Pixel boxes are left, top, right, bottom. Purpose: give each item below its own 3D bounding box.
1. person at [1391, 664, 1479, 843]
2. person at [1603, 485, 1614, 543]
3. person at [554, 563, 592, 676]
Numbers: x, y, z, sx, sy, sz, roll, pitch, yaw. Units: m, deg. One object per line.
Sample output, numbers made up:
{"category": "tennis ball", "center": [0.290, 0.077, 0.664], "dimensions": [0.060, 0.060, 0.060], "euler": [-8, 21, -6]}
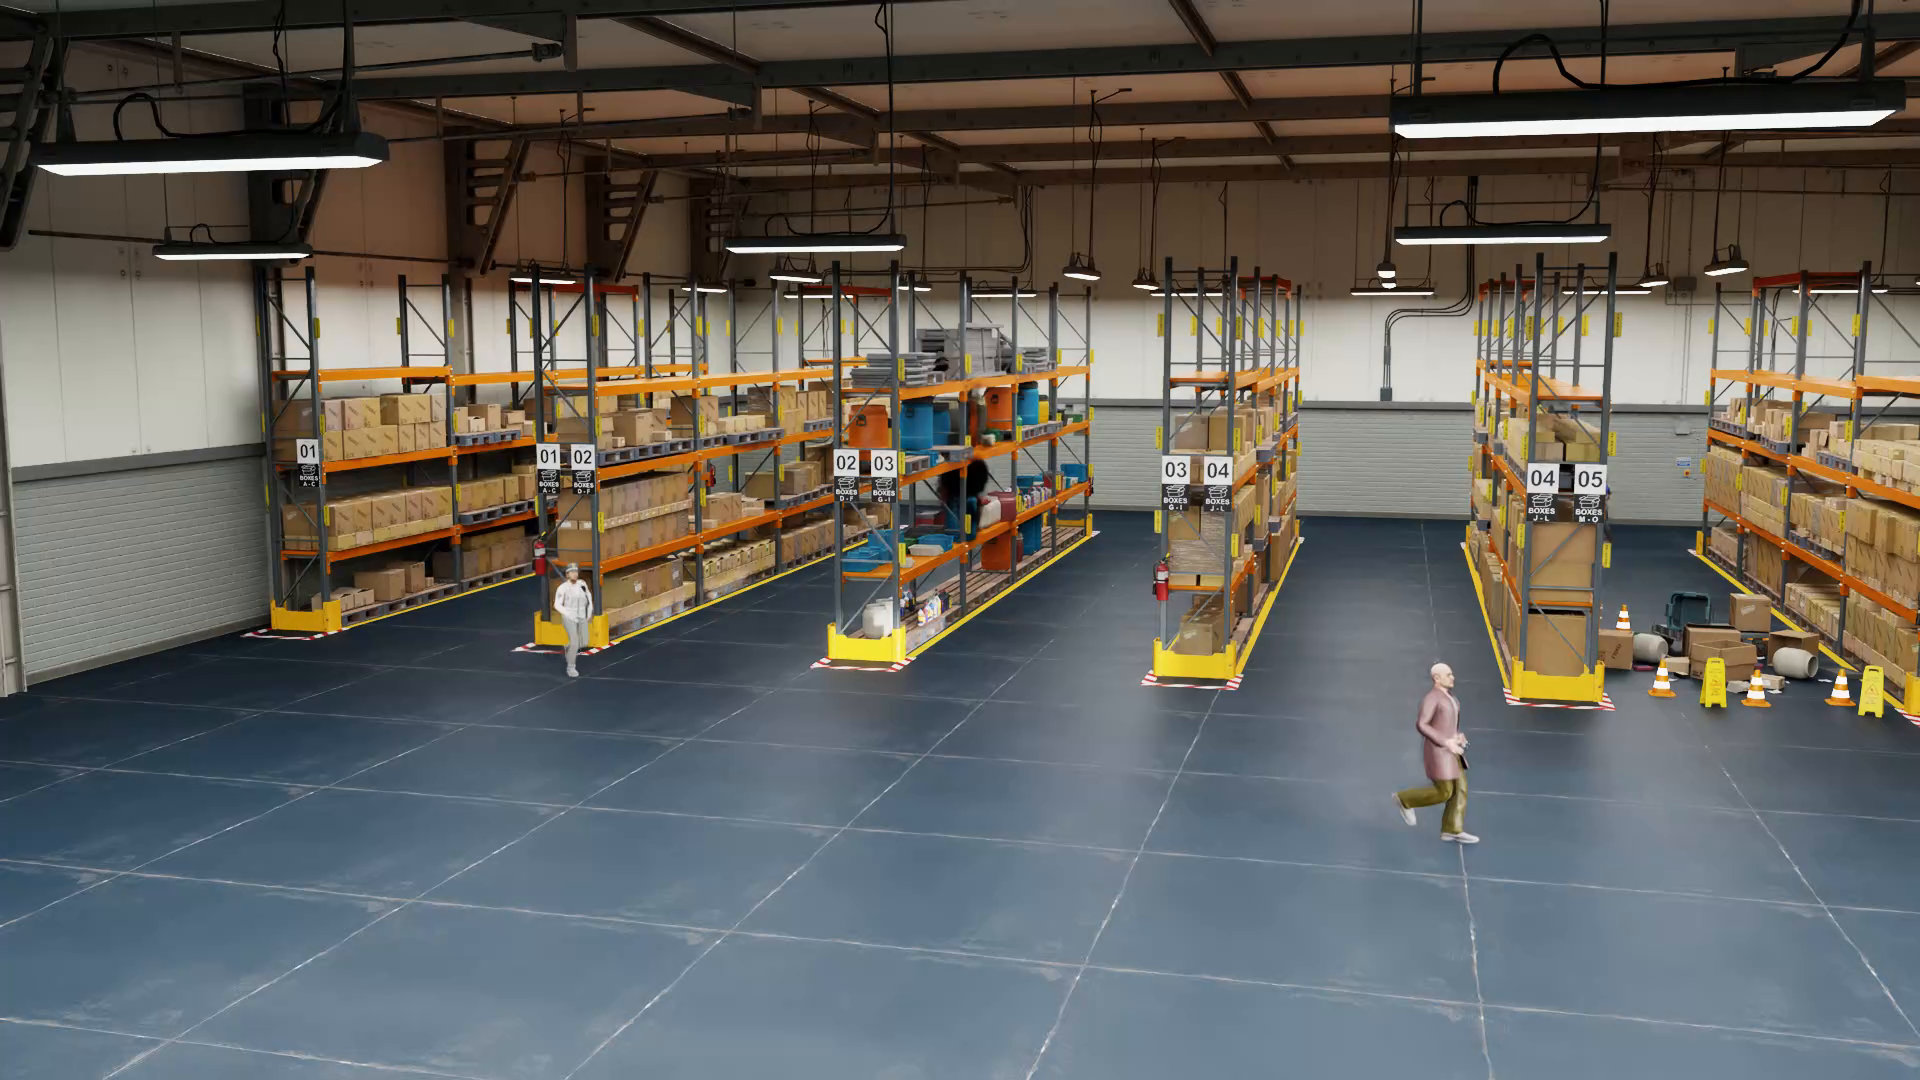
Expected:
{"category": "person", "center": [4.691, 2.073, 16.300], "dimensions": [0.865, 1.745, 0.726], "euler": [5, 9, 36]}
{"category": "person", "center": [14.854, -0.696, 38.660], "dimensions": [0.706, 1.702, 0.527], "euler": [2, 8, 18]}
{"category": "person", "center": [-5.581, 1.139, 24.117], "dimensions": [0.643, 1.665, 0.608], "euler": [-6, 9, -40]}
